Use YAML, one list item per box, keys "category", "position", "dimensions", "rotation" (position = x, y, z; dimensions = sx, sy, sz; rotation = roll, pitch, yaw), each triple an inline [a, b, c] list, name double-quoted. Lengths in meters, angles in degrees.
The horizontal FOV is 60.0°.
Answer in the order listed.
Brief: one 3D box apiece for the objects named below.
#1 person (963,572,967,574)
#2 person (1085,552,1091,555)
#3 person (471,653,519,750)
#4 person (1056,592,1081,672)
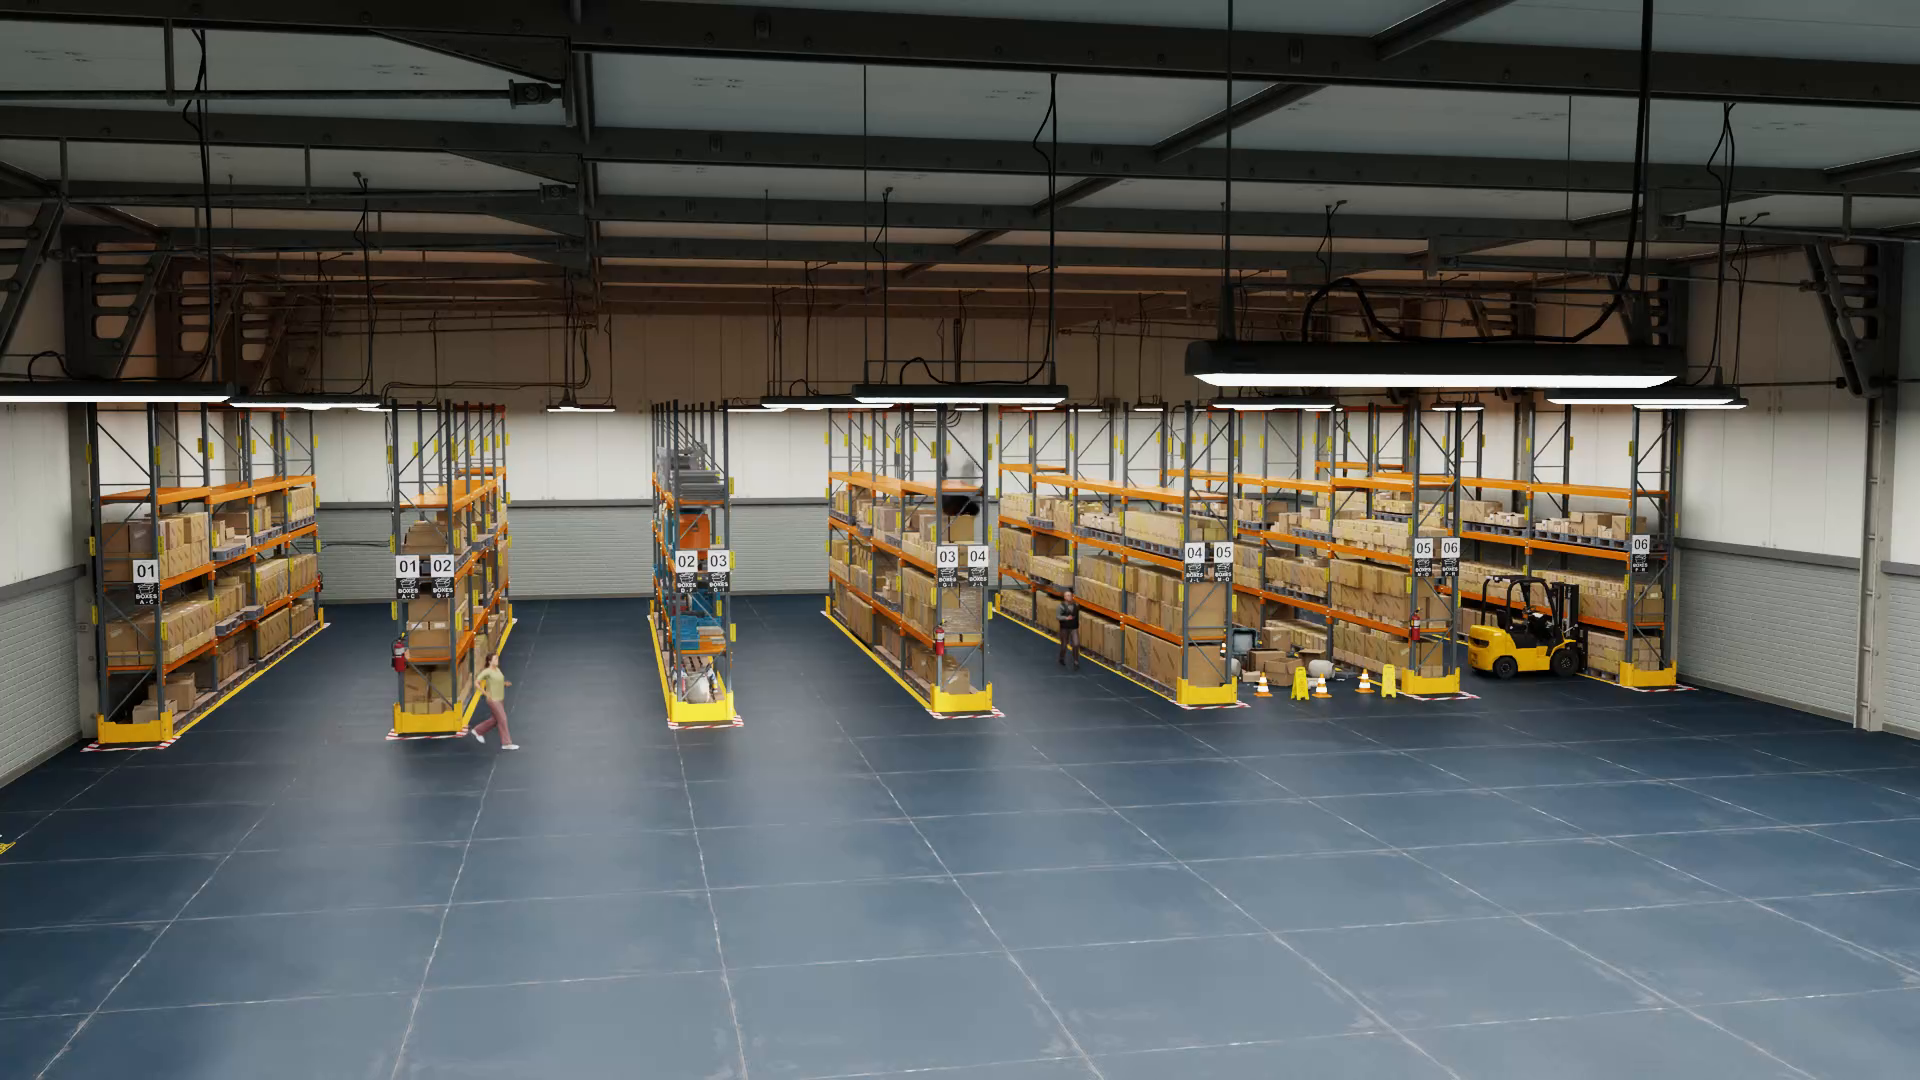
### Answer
- category: "person"
  position: [-0.271, 1.242, 48.394]
  dimensions: [0.949, 1.716, 0.521]
  rotation: [2, 5, 26]
- category: "person"
  position: [3.657, 1.265, 47.733]
  dimensions: [0.660, 1.829, 0.755]
  rotation: [-2, 5, -20]
- category: "person"
  position: [-7.963, 2.740, 28.401]
  dimensions: [0.939, 1.645, 0.584]
  rotation: [1, 4, 14]
- category: "person"
  position: [2.432, 2.036, 37.346]
  dimensions: [0.636, 1.768, 0.859]
  rotation: [-1, 4, -14]
